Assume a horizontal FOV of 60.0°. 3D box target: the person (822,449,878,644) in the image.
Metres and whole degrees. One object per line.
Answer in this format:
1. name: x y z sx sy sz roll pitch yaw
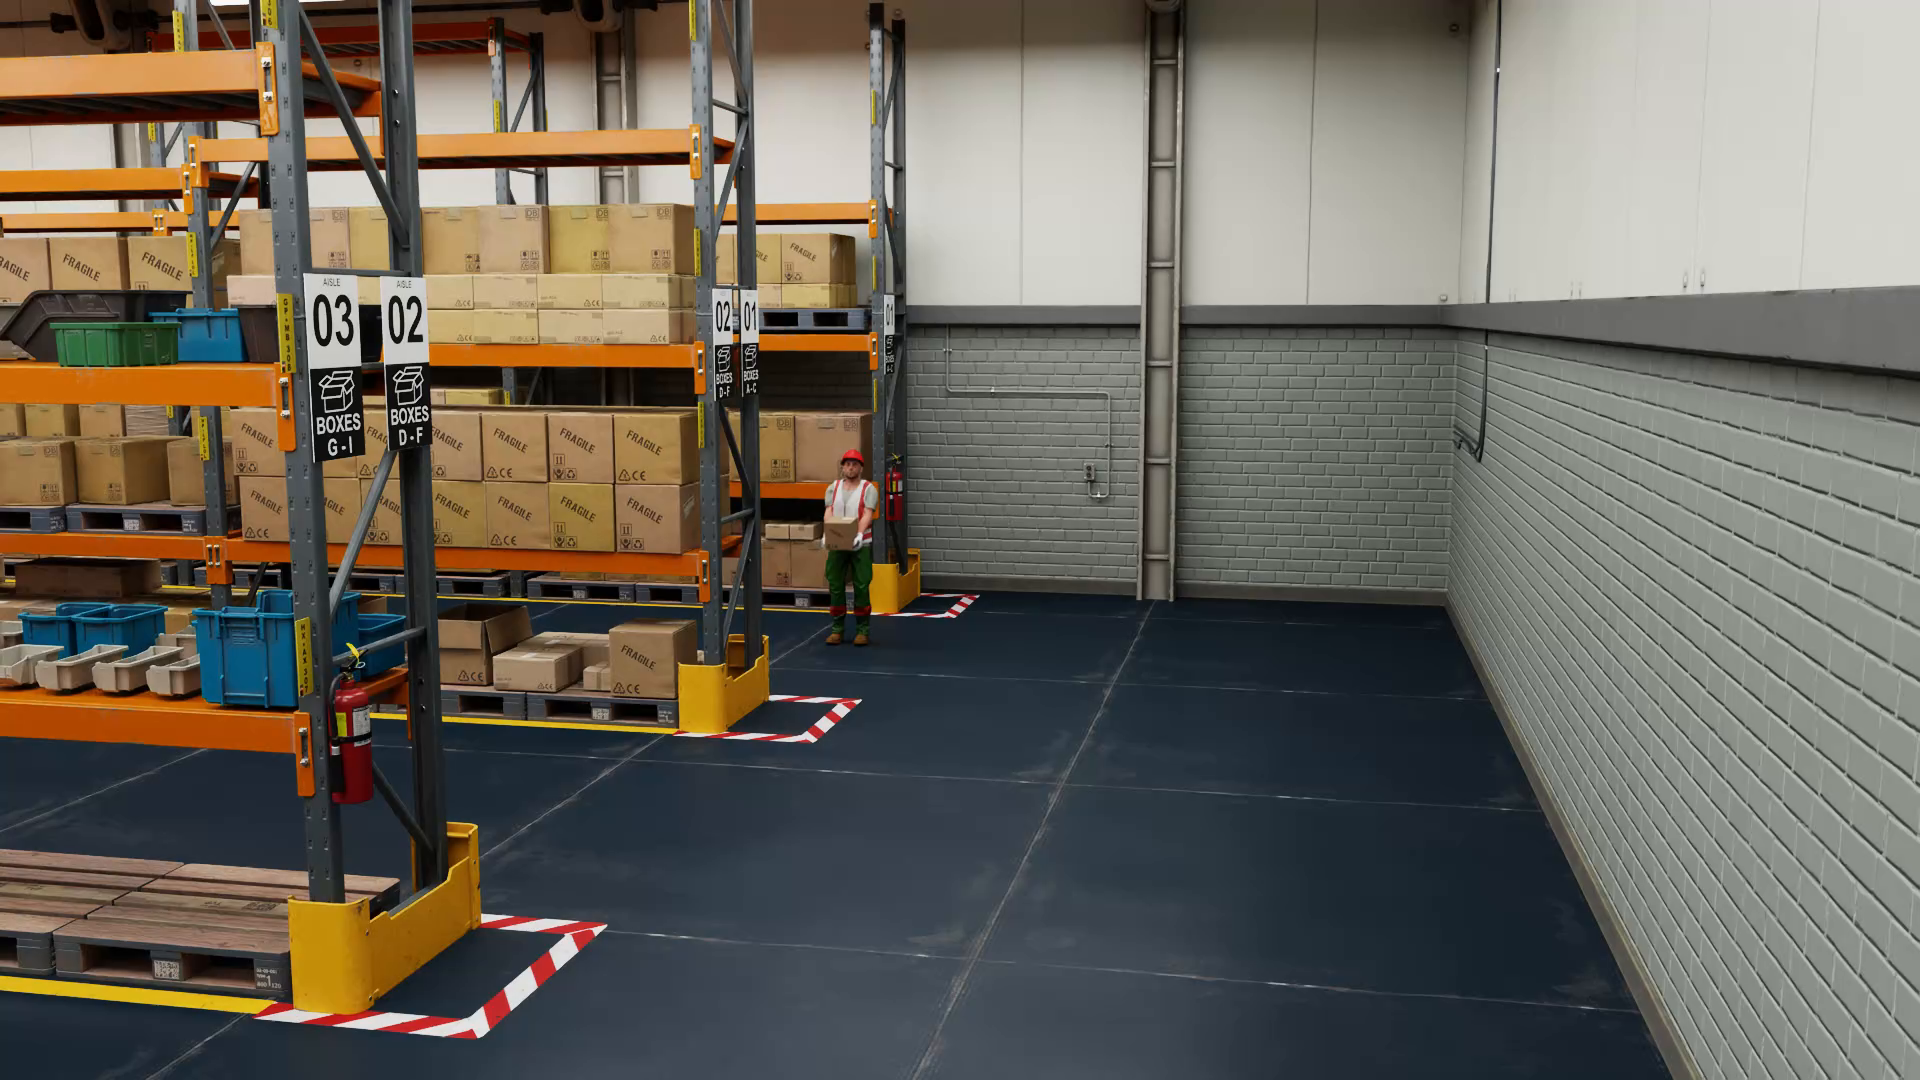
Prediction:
1. person: -1.020 0.076 15.182 0.500 1.787 0.560 2 8 11
